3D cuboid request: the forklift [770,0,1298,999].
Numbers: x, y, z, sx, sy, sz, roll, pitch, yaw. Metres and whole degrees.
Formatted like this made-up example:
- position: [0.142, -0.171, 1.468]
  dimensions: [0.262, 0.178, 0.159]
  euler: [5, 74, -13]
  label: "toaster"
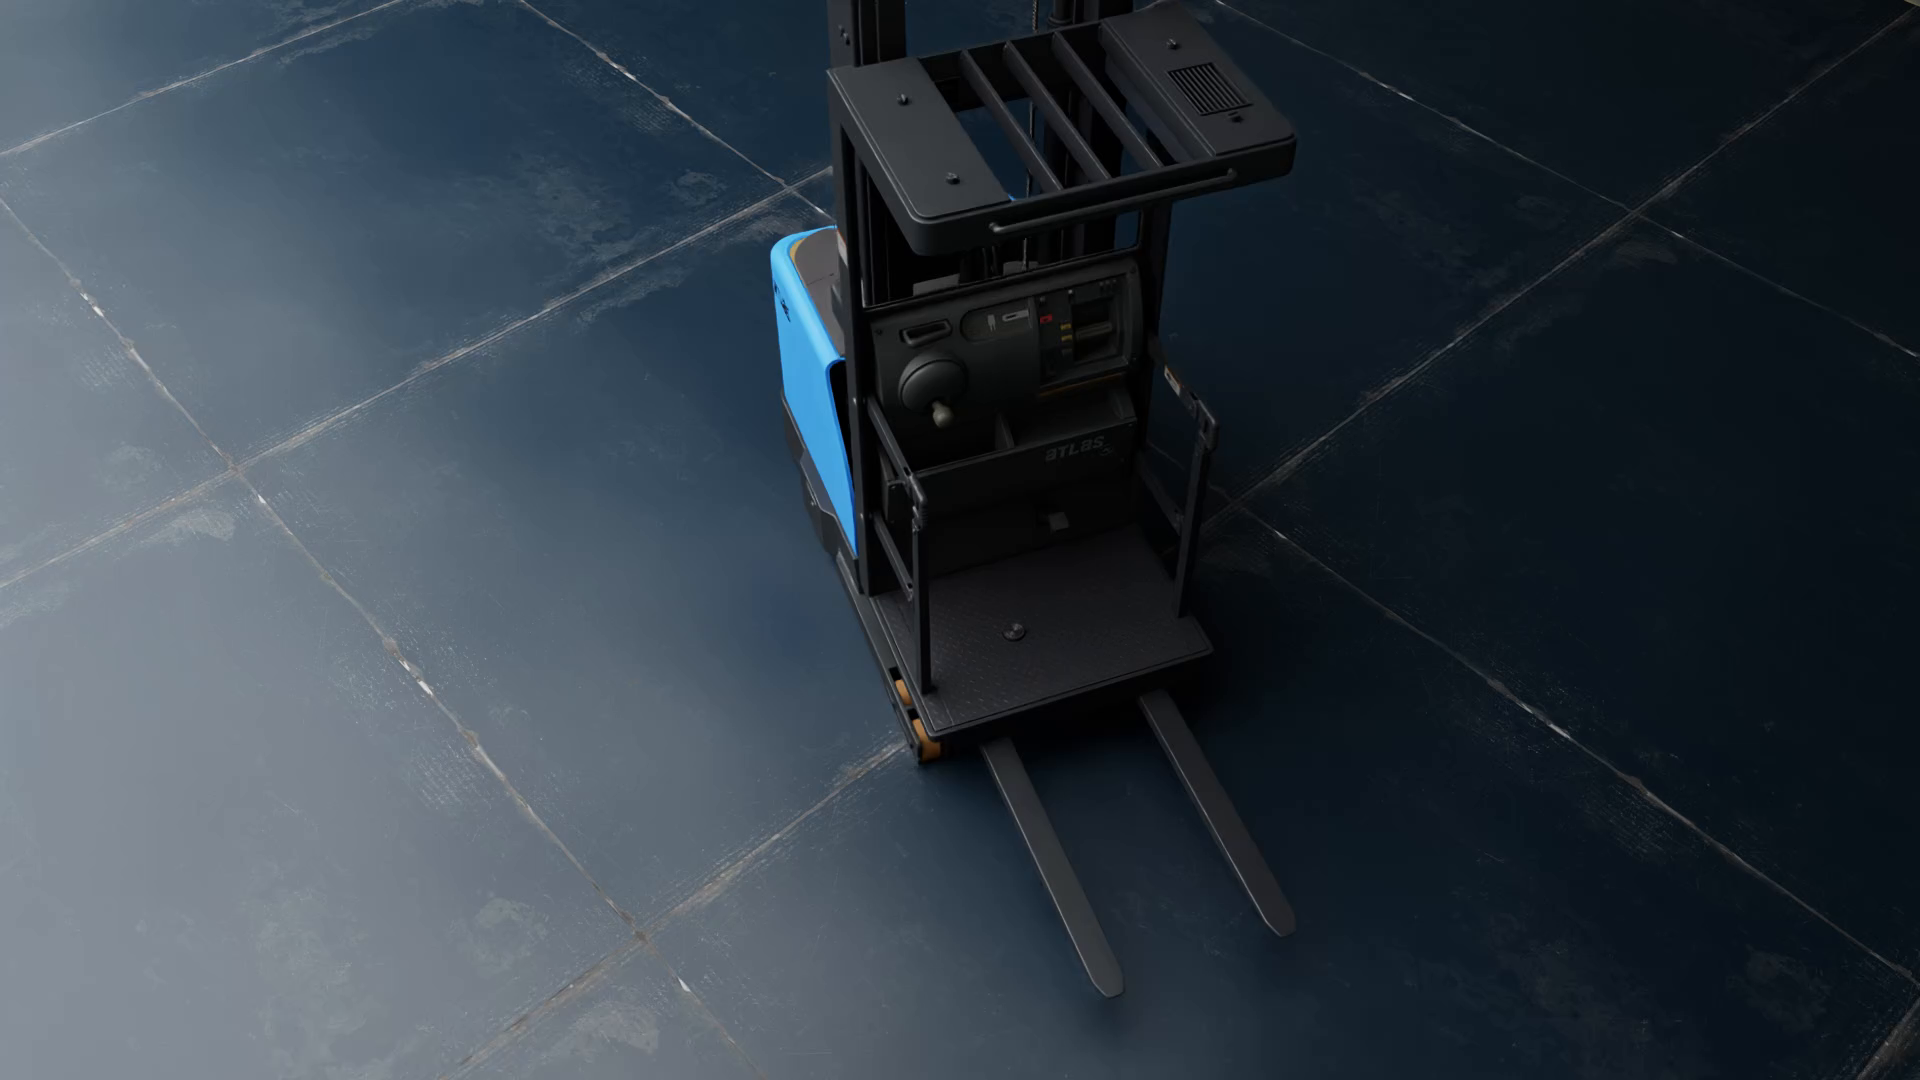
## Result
- position: [0.242, -0.541, 5.308]
  dimensions: [1.130, 2.935, 3.031]
  euler: [-15, 49, -14]
  label: "forklift"
